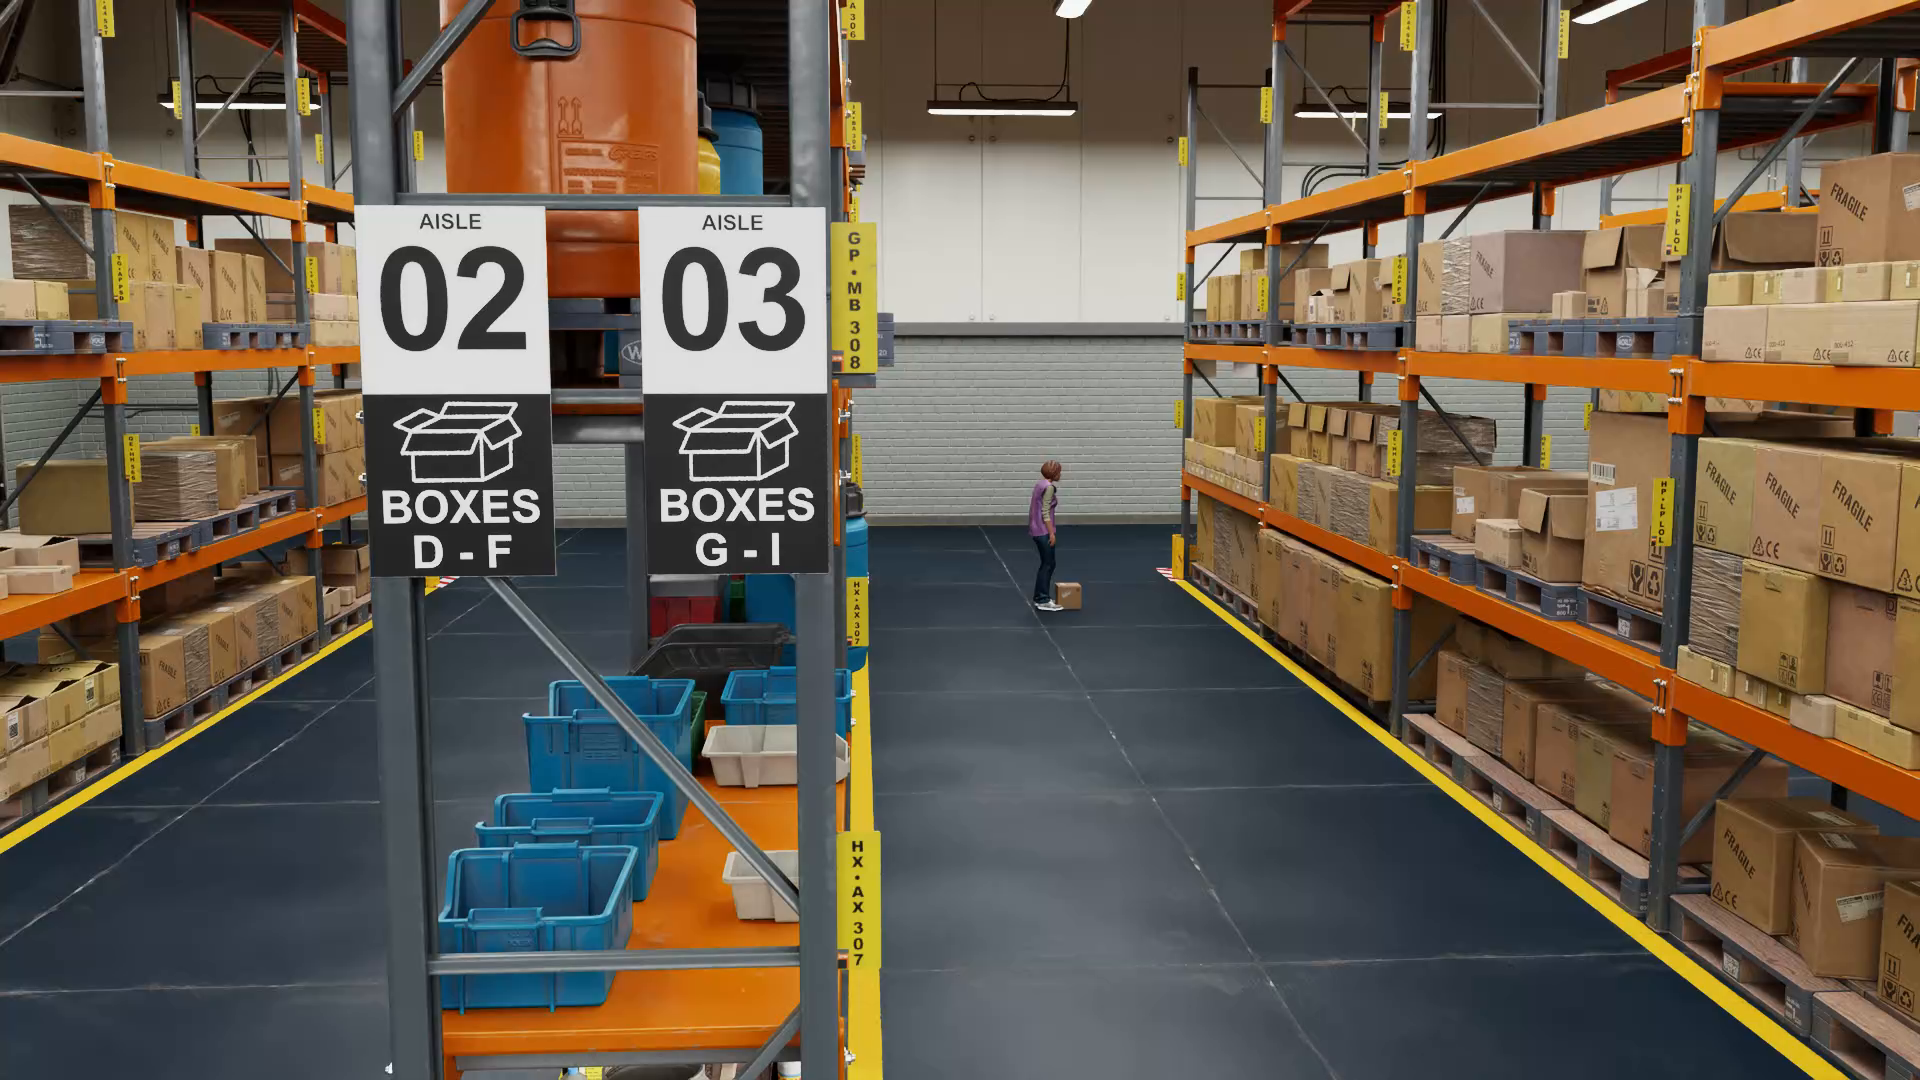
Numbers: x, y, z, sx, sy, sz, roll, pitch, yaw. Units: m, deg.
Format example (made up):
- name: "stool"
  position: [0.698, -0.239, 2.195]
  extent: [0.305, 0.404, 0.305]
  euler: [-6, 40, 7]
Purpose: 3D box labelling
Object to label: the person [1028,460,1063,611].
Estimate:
- name: "person"
  position: [0.916, -0.039, 17.789]
  extent: [0.347, 1.551, 0.482]
  euler: [-1, 7, -7]
